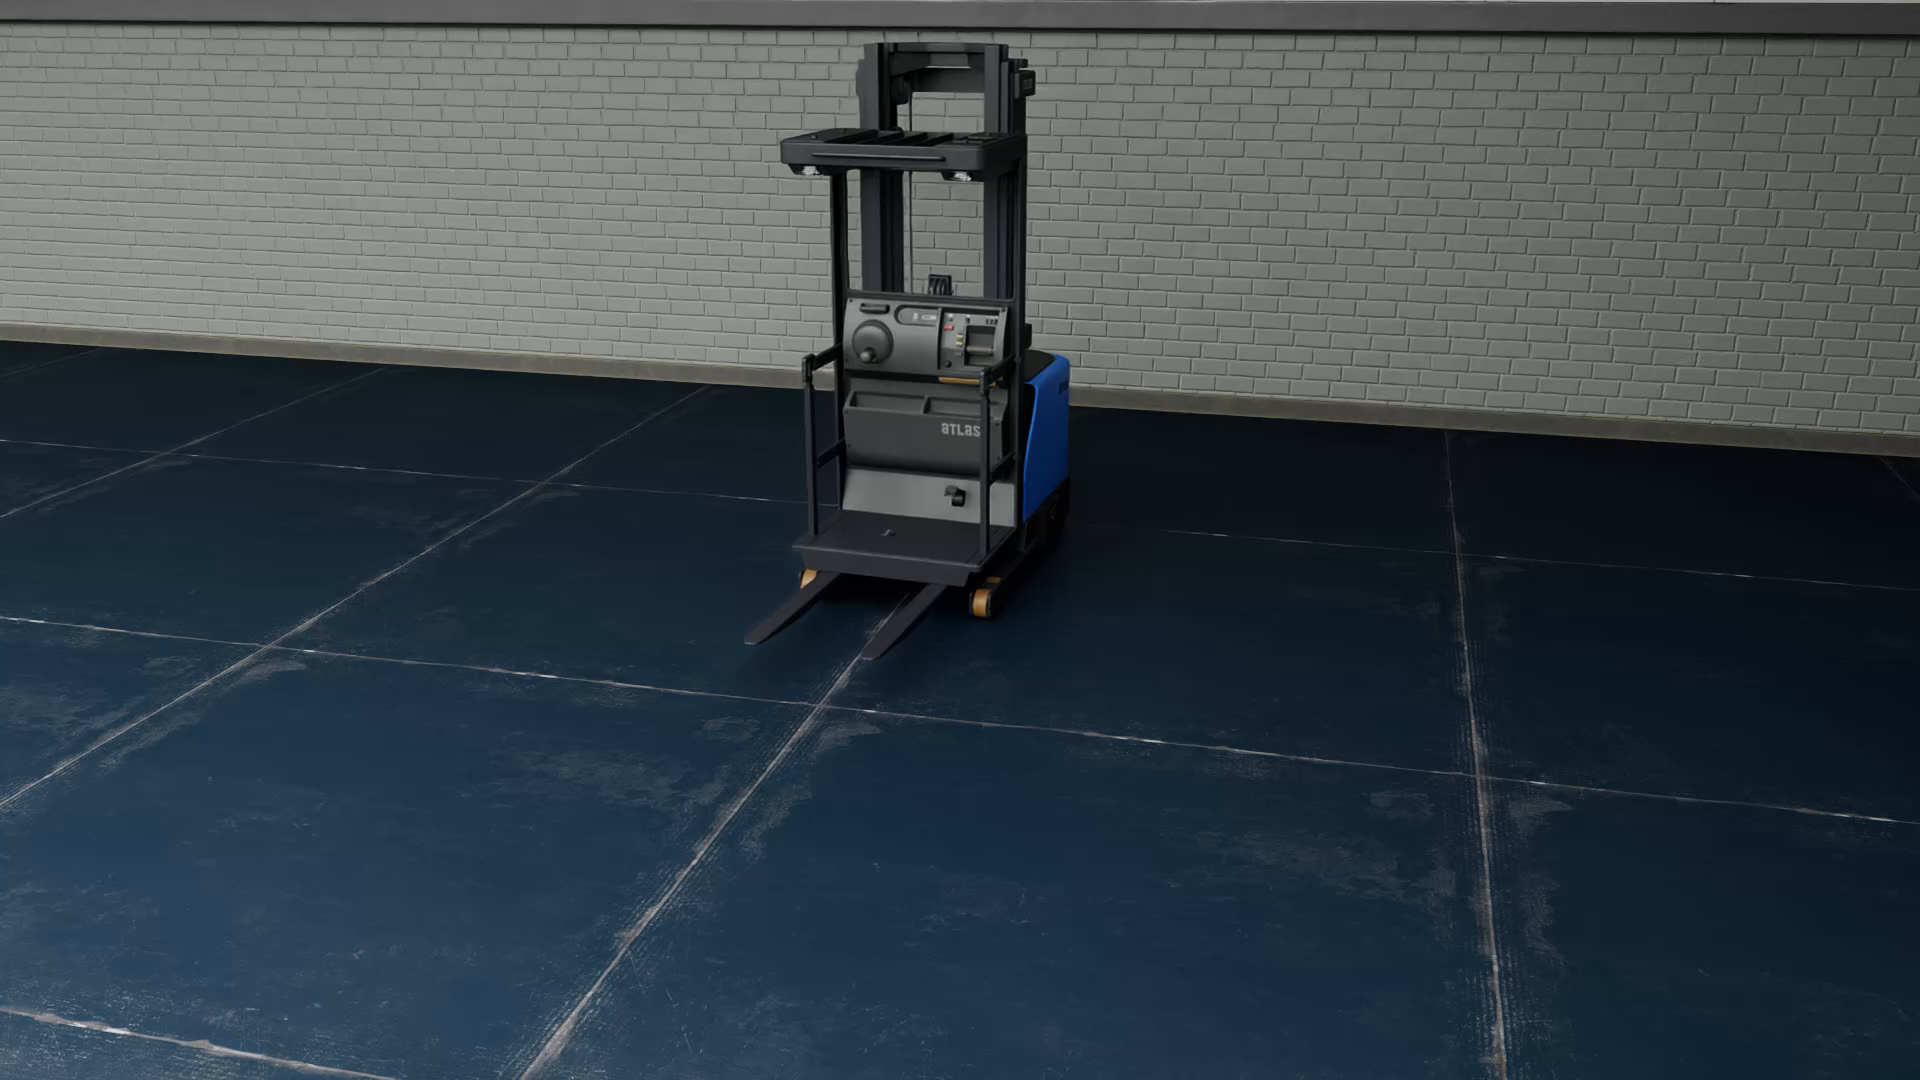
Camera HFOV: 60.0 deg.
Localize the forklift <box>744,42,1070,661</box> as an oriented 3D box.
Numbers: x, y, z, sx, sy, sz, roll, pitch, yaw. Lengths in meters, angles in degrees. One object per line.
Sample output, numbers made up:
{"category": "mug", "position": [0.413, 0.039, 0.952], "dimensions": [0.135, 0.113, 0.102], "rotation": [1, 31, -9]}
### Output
{"category": "forklift", "position": [-0.257, -1.109, 8.900], "dimensions": [1.130, 2.935, 3.031], "rotation": [6, 20, 17]}
